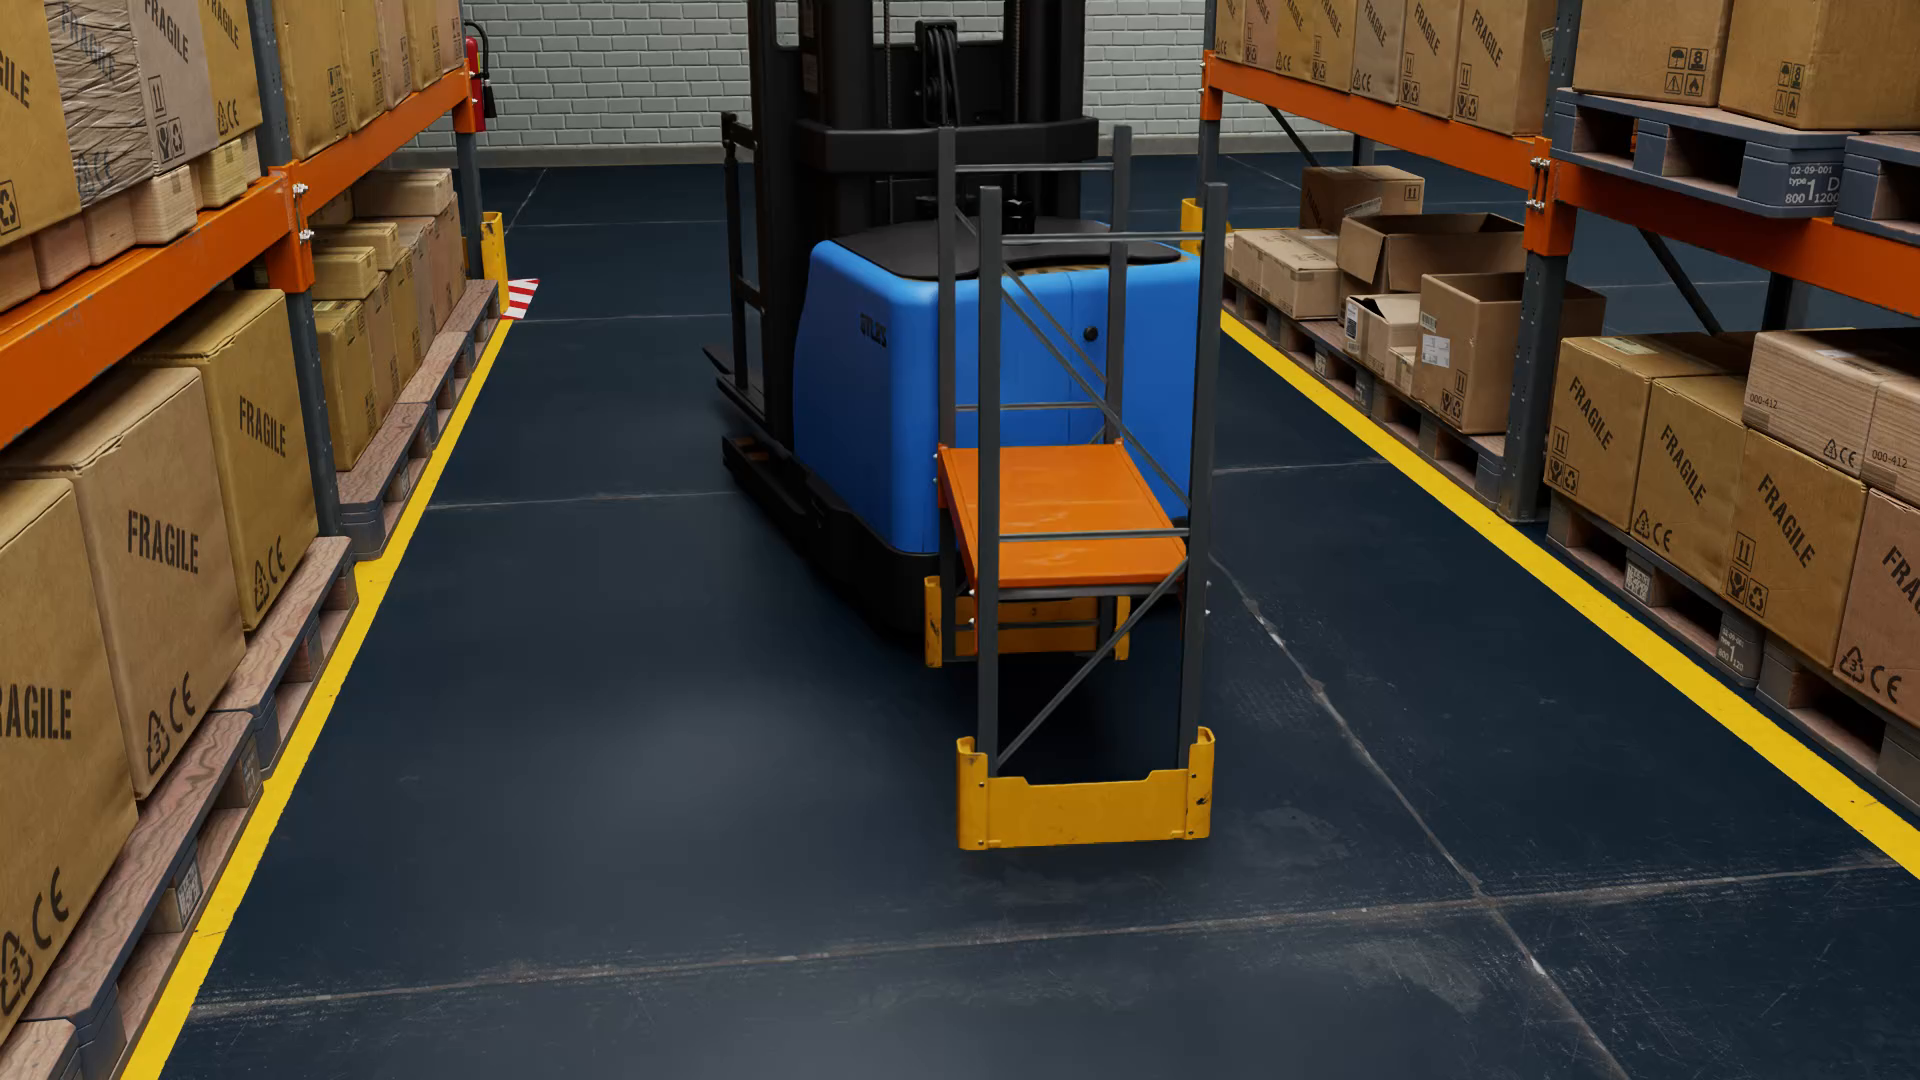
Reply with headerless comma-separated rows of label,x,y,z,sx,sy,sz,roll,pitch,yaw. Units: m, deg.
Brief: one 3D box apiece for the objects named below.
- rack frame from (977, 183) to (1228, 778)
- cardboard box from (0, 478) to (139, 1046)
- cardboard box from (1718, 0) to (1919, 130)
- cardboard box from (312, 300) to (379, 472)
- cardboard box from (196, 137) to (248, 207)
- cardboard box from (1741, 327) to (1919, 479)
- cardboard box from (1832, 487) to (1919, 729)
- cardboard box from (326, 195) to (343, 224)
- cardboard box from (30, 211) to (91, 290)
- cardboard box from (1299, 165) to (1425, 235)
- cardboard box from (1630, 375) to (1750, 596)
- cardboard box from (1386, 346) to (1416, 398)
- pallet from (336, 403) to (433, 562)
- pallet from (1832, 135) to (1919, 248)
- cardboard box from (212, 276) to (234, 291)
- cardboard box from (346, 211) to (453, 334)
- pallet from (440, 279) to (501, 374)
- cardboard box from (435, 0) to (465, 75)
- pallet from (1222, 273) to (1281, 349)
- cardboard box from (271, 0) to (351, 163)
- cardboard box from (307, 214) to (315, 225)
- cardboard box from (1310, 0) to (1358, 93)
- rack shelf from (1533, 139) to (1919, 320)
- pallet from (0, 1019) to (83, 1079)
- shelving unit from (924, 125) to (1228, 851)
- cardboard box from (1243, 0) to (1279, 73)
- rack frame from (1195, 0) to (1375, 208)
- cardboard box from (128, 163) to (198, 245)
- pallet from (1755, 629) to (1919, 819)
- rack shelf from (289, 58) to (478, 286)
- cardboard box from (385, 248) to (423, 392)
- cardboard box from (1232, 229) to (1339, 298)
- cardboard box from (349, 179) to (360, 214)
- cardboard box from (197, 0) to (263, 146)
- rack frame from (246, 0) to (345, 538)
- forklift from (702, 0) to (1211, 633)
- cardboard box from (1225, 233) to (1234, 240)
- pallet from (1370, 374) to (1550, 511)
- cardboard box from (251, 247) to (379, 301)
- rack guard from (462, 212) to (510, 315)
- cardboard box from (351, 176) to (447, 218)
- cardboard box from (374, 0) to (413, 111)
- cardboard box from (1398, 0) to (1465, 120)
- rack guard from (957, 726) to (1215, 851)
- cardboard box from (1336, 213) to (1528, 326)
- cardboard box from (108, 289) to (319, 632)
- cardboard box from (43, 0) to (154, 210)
rack frame,0.289,-0.007,3.591,0.500,1.500,0.032,-2,21,-5
cardboard box,-1.996,0.379,2.886,0.750,0.750,0.750,-3,21,-8
cardboard box,2.434,-1.336,4.262,0.700,0.500,0.500,0,20,1
cardboard box,-2.483,-0.541,5.850,0.700,0.500,0.500,-3,21,-7
cardboard box,-2.088,-0.954,4.313,0.380,0.149,0.250,-3,21,-7
cardboard box,2.398,-0.363,4.272,0.500,0.250,0.500,-3,21,-8
cardboard box,2.478,0.175,3.904,0.500,0.500,0.500,-4,21,-10
cardboard box,-2.922,-1.411,7.253,0.380,0.149,0.250,-3,21,-7
cardboard box,-2.008,-0.598,3.360,0.380,0.149,0.250,-3,21,-9
cardboard box,2.170,-1.746,9.049,0.500,0.500,0.500,-3,21,-8
cardboard box,2.341,-0.173,4.837,0.500,0.500,0.500,-3,21,-7
cardboard box,1.949,-0.683,6.702,0.380,0.149,0.250,-3,21,-8
pallet,-2.509,-0.212,5.982,1.003,0.211,1.213,-3,21,-8
pallet,2.716,-0.700,3.579,1.003,0.211,1.213,-3,21,-8
cardboard box,-2.659,-0.785,5.575,0.380,0.149,0.250,-3,21,-8
cardboard box,-2.781,-1.251,7.751,0.700,0.500,0.500,-3,21,-8
pallet,-2.861,-1.057,8.244,1.003,0.211,1.213,-3,21,-8
cardboard box,-2.970,-2.600,7.963,0.980,0.700,0.700,-2,21,-5
pallet,1.975,-1.278,8.838,1.003,0.211,1.213,-3,21,-8
cardboard box,-2.539,-1.580,5.231,0.980,0.700,0.700,-3,21,-7
cardboard box,-2.849,-1.235,6.781,0.380,0.149,0.250,-3,21,-9
cardboard box,1.871,-2.242,7.288,0.500,0.500,0.500,-3,21,-7
rack shelf,2.713,-0.473,3.723,1.077,0.370,4.000,-3,21,-8
pallet,-1.939,1.163,2.299,1.003,0.211,1.213,-3,21,-8
shelving unit,0.240,-0.187,4.073,0.587,1.500,1.083,-2,21,-5
cardboard box,1.731,-2.589,8.217,0.500,0.500,0.500,-3,21,-8
rack frame,1.848,-2.887,9.159,1.000,3.000,0.127,-3,21,-8
cardboard box,-1.999,-0.773,3.830,0.380,0.149,0.250,-3,21,-8
pallet,2.759,0.507,4.057,1.003,0.211,1.213,-3,21,-8
rack shelf,-2.765,-1.606,6.758,1.077,0.370,4.000,-3,21,-8
cardboard box,-2.624,-0.893,6.792,0.700,0.500,0.500,-2,21,-6
cardboard box,1.718,-1.429,8.557,0.500,0.250,0.500,-3,21,-8
cardboard box,-2.995,-1.586,7.721,0.380,0.149,0.250,-3,21,-8
cardboard box,-2.161,-1.299,4.312,0.500,0.500,0.500,-3,21,-9
rack frame,-2.477,-1.251,4.779,1.000,3.000,0.127,-3,21,-8
forklift,-0.257,-1.586,5.772,1.130,2.935,3.031,-8,22,-21
cardboard box,1.568,-1.595,9.146,0.380,0.149,0.250,-3,21,-8
pallet,2.327,-0.434,6.576,1.003,0.211,1.213,-3,21,-8
cardboard box,-2.352,-0.973,6.078,0.380,0.149,0.250,-2,21,-6
rack guard,-3.057,-1.473,8.946,1.175,0.500,0.348,-3,21,-8
cardboard box,-2.617,-1.605,7.770,0.380,0.149,0.250,-2,21,-6
cardboard box,-2.753,-2.085,6.582,0.980,0.700,0.700,-4,21,-10
cardboard box,2.023,-1.888,6.340,0.500,0.500,0.500,-2,21,-6
rack guard,0.287,0.572,3.828,0.587,0.250,0.087,-2,21,-5
cardboard box,2.149,-1.189,7.552,0.797,0.503,0.637,-3,21,-8
cardboard box,-2.254,-0.222,4.496,0.750,0.750,0.750,-3,21,-7
cardboard box,-2.013,-0.949,3.373,0.500,0.500,0.500,-3,21,-8
